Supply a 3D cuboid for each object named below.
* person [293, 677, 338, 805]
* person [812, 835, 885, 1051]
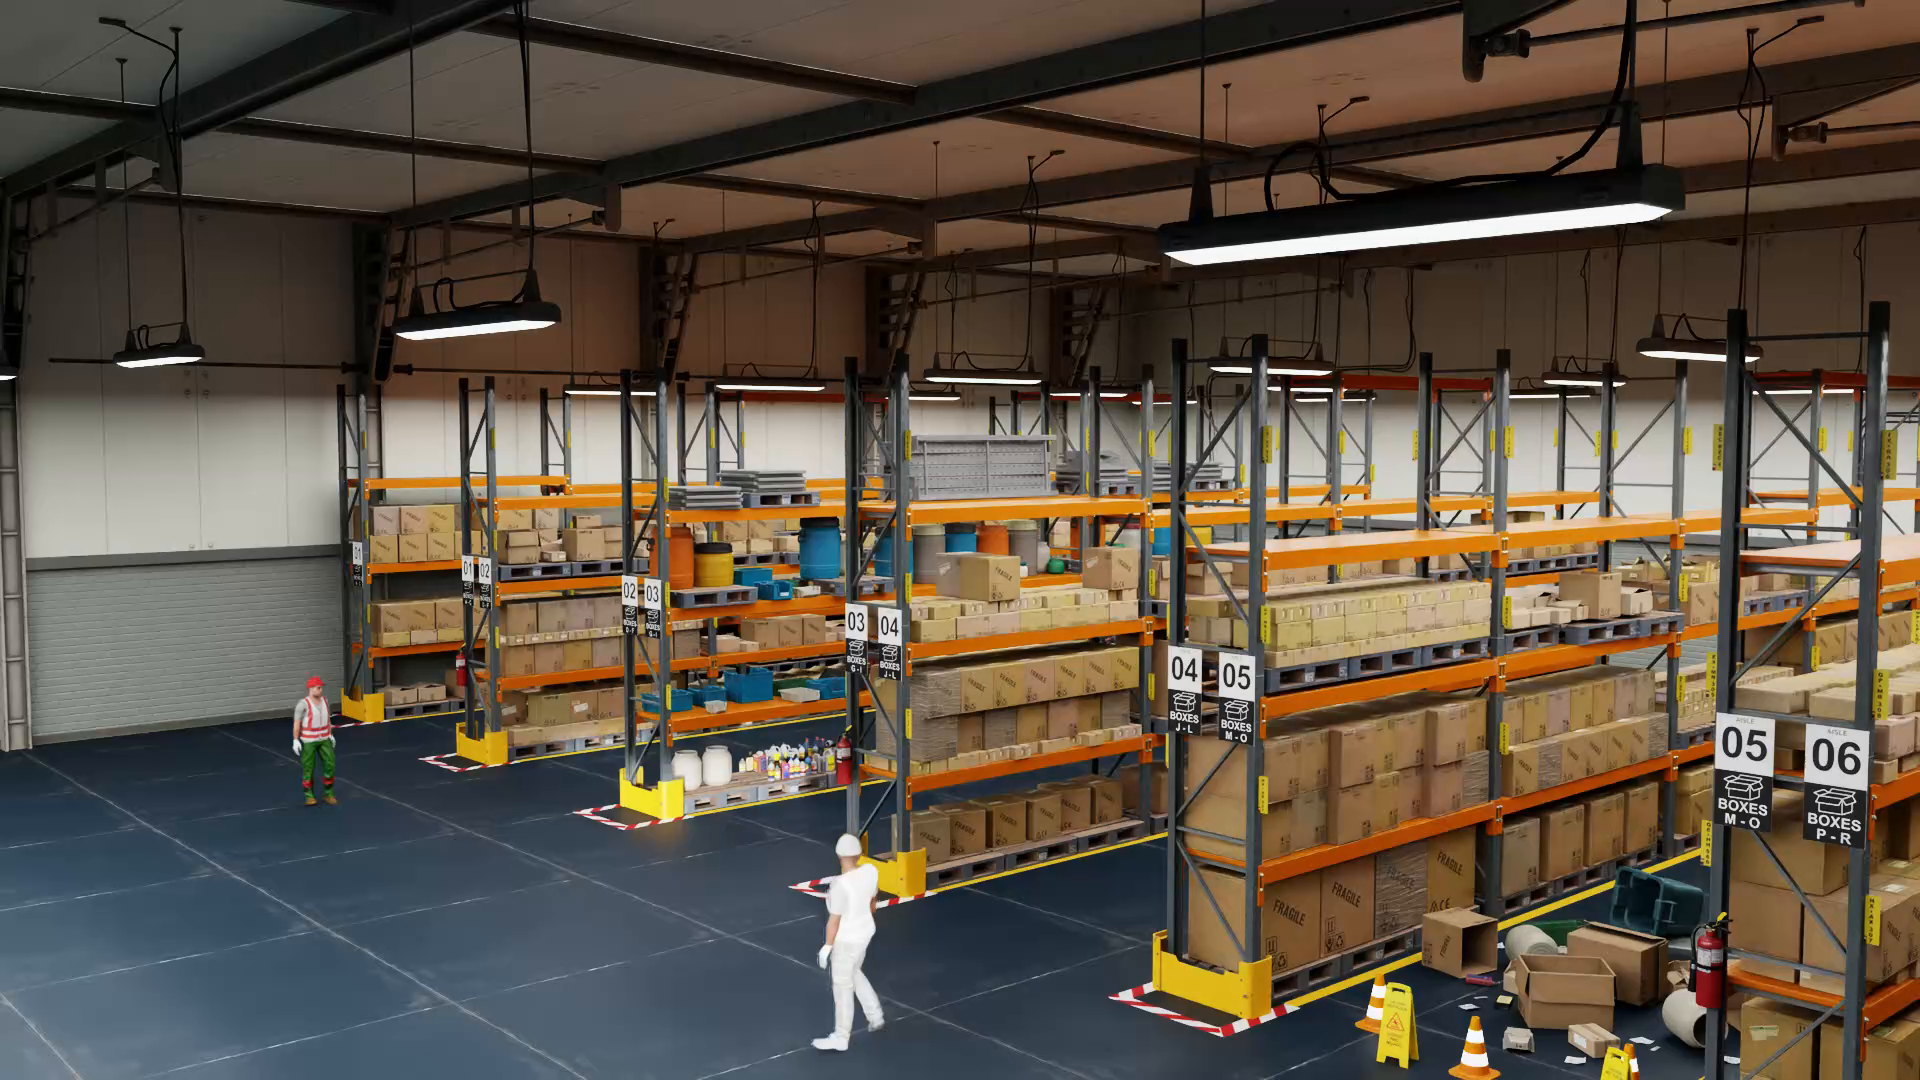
[{"bbox_3d":[-8.910,2.787,22.951,0.413,1.817,0.644,3,5,36],"label":"person"},{"bbox_3d":[-0.922,3.344,13.962,0.506,1.784,0.643,2,4,22],"label":"person"}]
